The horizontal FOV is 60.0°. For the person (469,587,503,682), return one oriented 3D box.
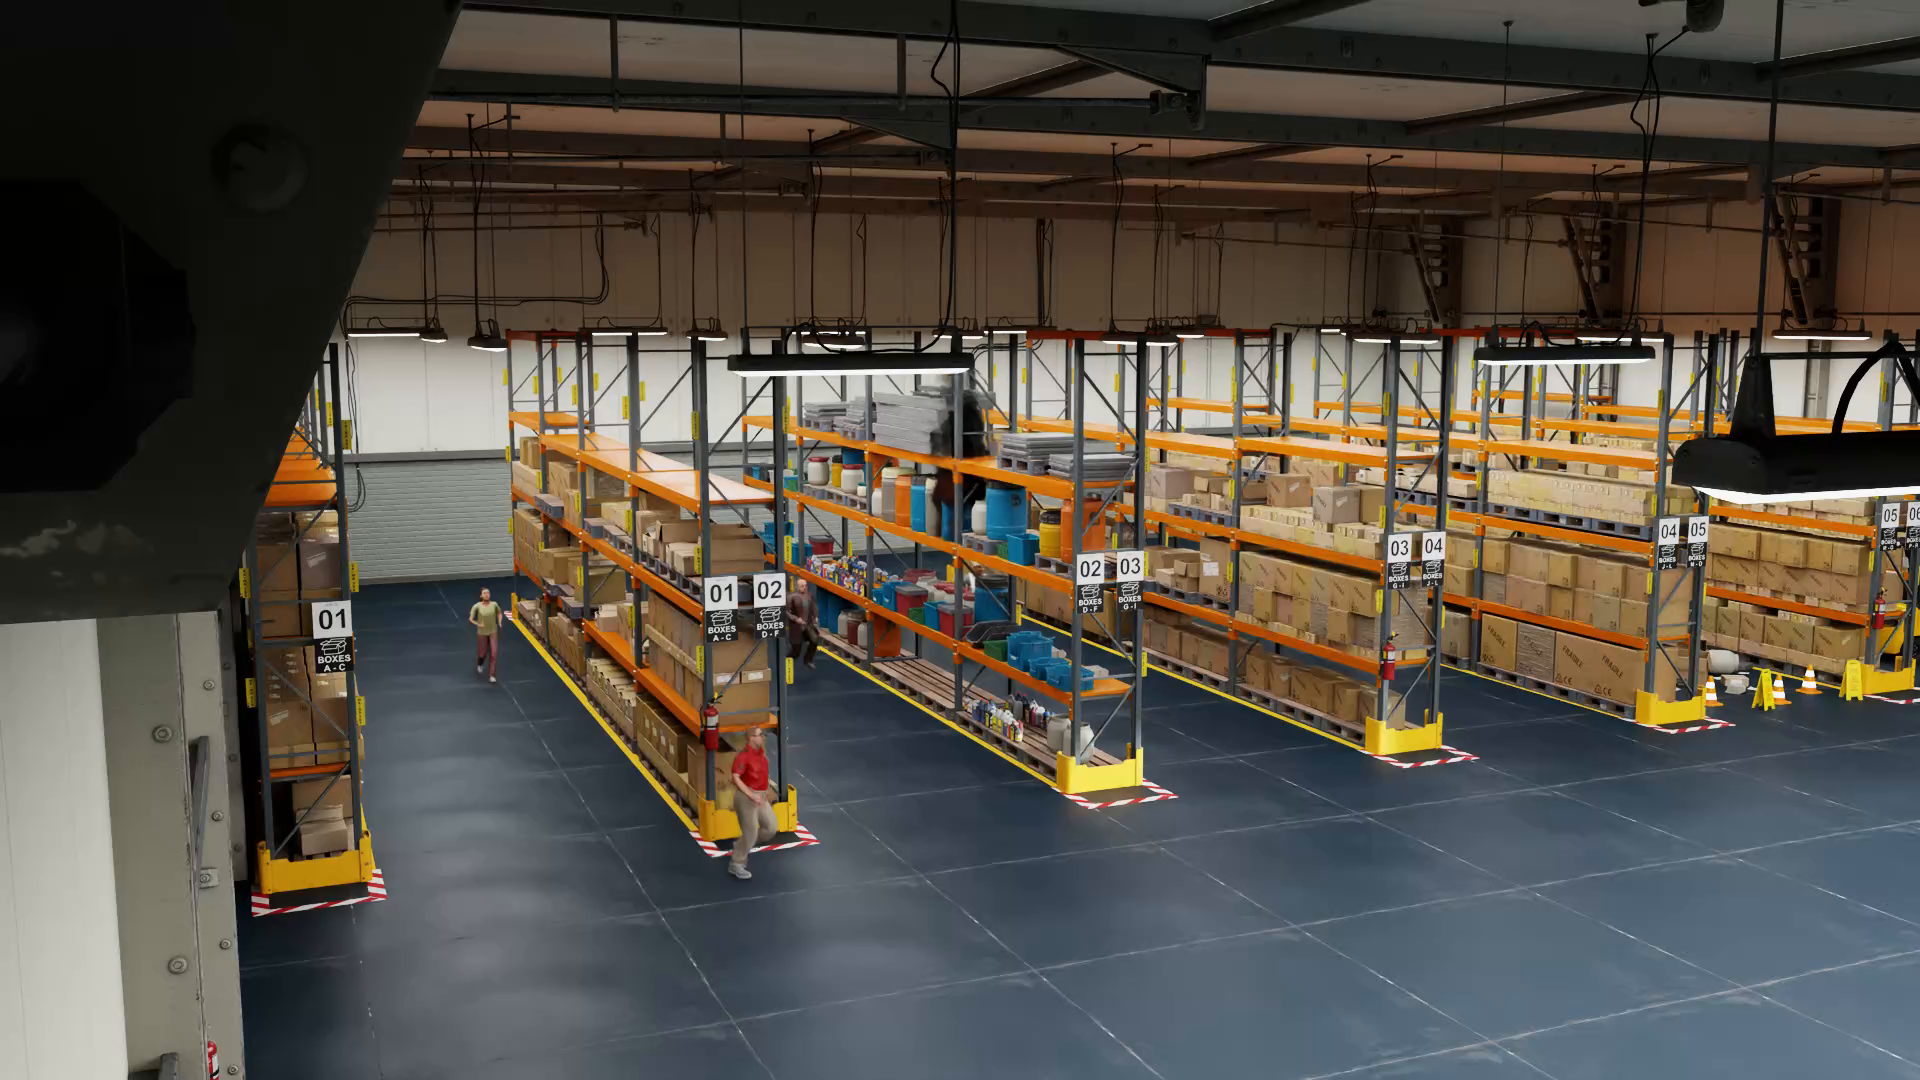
[{"bbox_3d":[-8.178,1.617,28.771,0.588,1.628,0.758,-4,9,-27],"label":"person"}]

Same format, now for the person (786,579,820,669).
[{"bbox_3d":[-2.751,1.525,28.718,0.733,1.739,0.944,-5,9,-32],"label":"person"}]

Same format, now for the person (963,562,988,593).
[{"bbox_3d":[0.332,1.241,30.871,0.681,1.794,0.990,-4,9,-28],"label":"person"}]

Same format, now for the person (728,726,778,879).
[{"bbox_3d":[-2.328,2.950,18.922,0.525,1.664,0.717,3,8,21],"label":"person"}]
